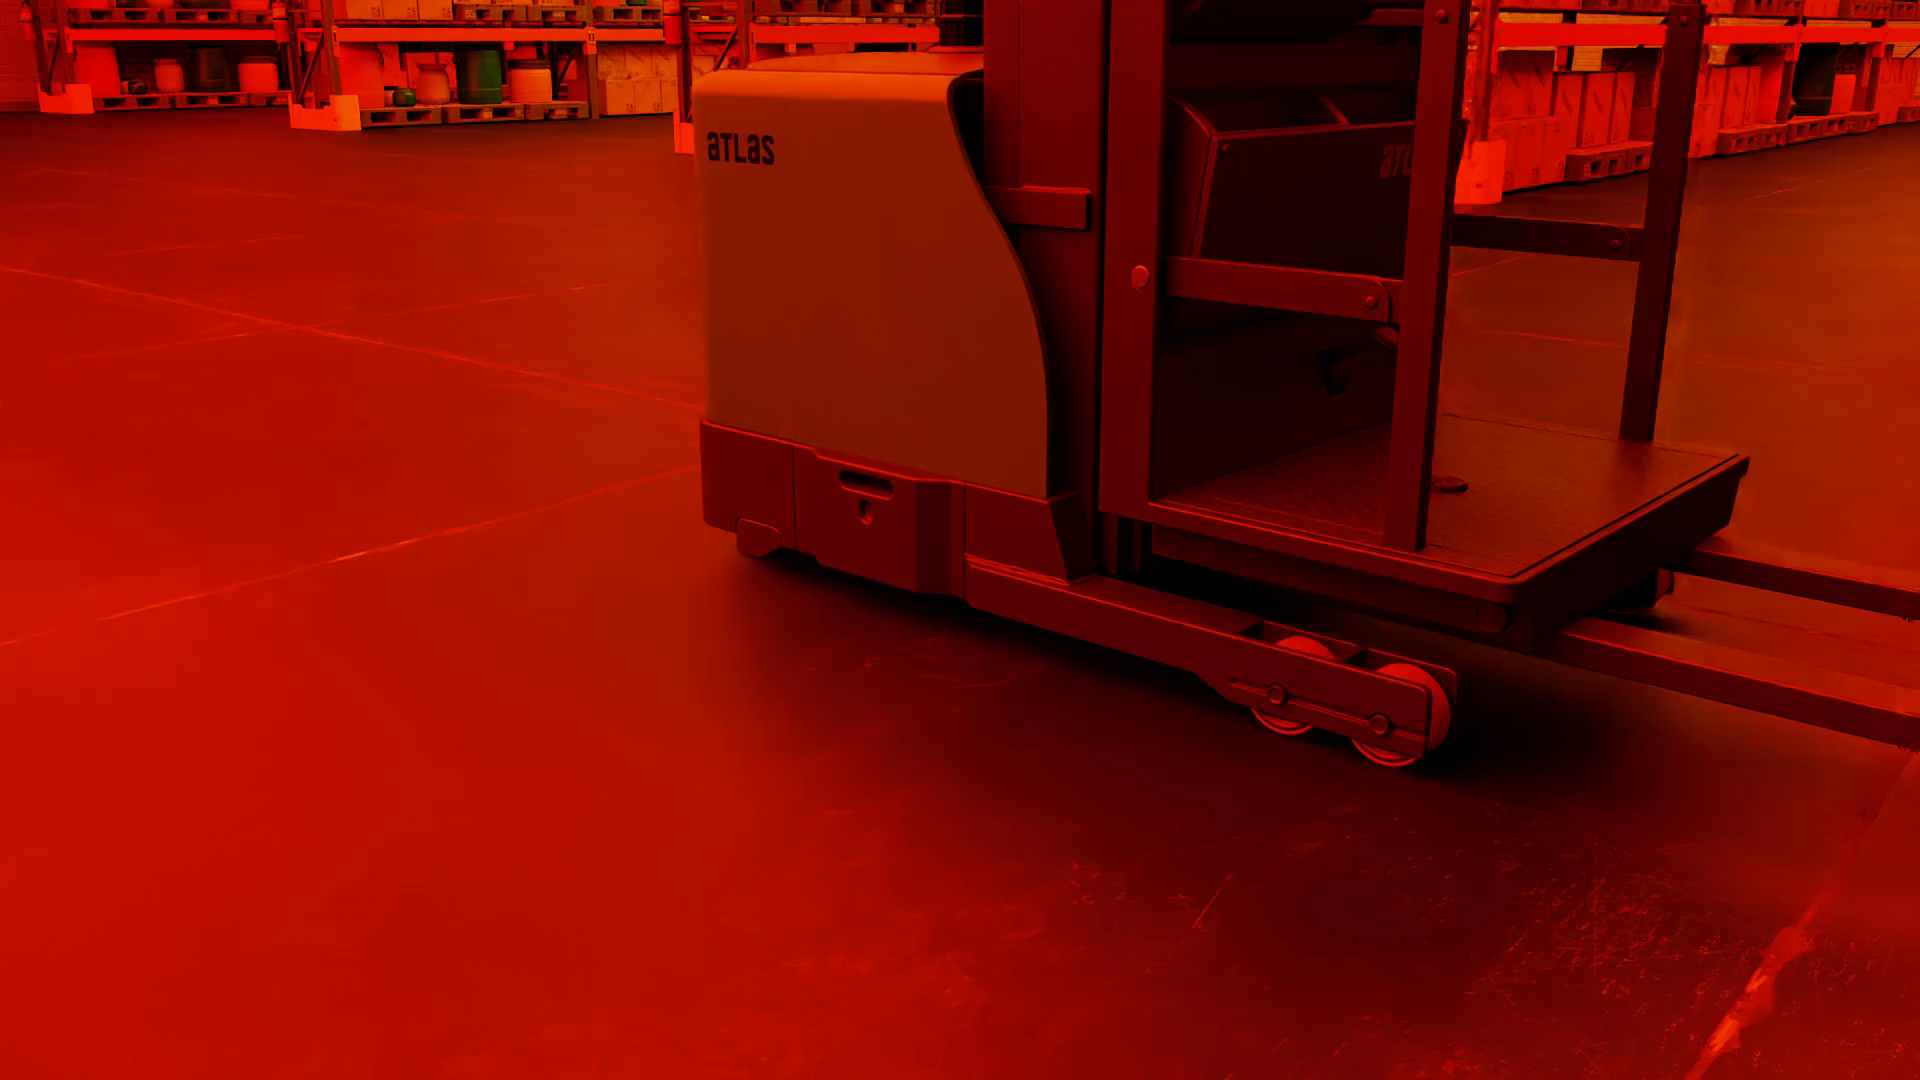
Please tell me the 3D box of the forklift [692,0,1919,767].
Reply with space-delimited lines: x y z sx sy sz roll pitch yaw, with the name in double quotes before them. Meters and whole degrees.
"forklift" 0.841 -1.203 2.860 3.031 2.935 1.130 15 22 40
